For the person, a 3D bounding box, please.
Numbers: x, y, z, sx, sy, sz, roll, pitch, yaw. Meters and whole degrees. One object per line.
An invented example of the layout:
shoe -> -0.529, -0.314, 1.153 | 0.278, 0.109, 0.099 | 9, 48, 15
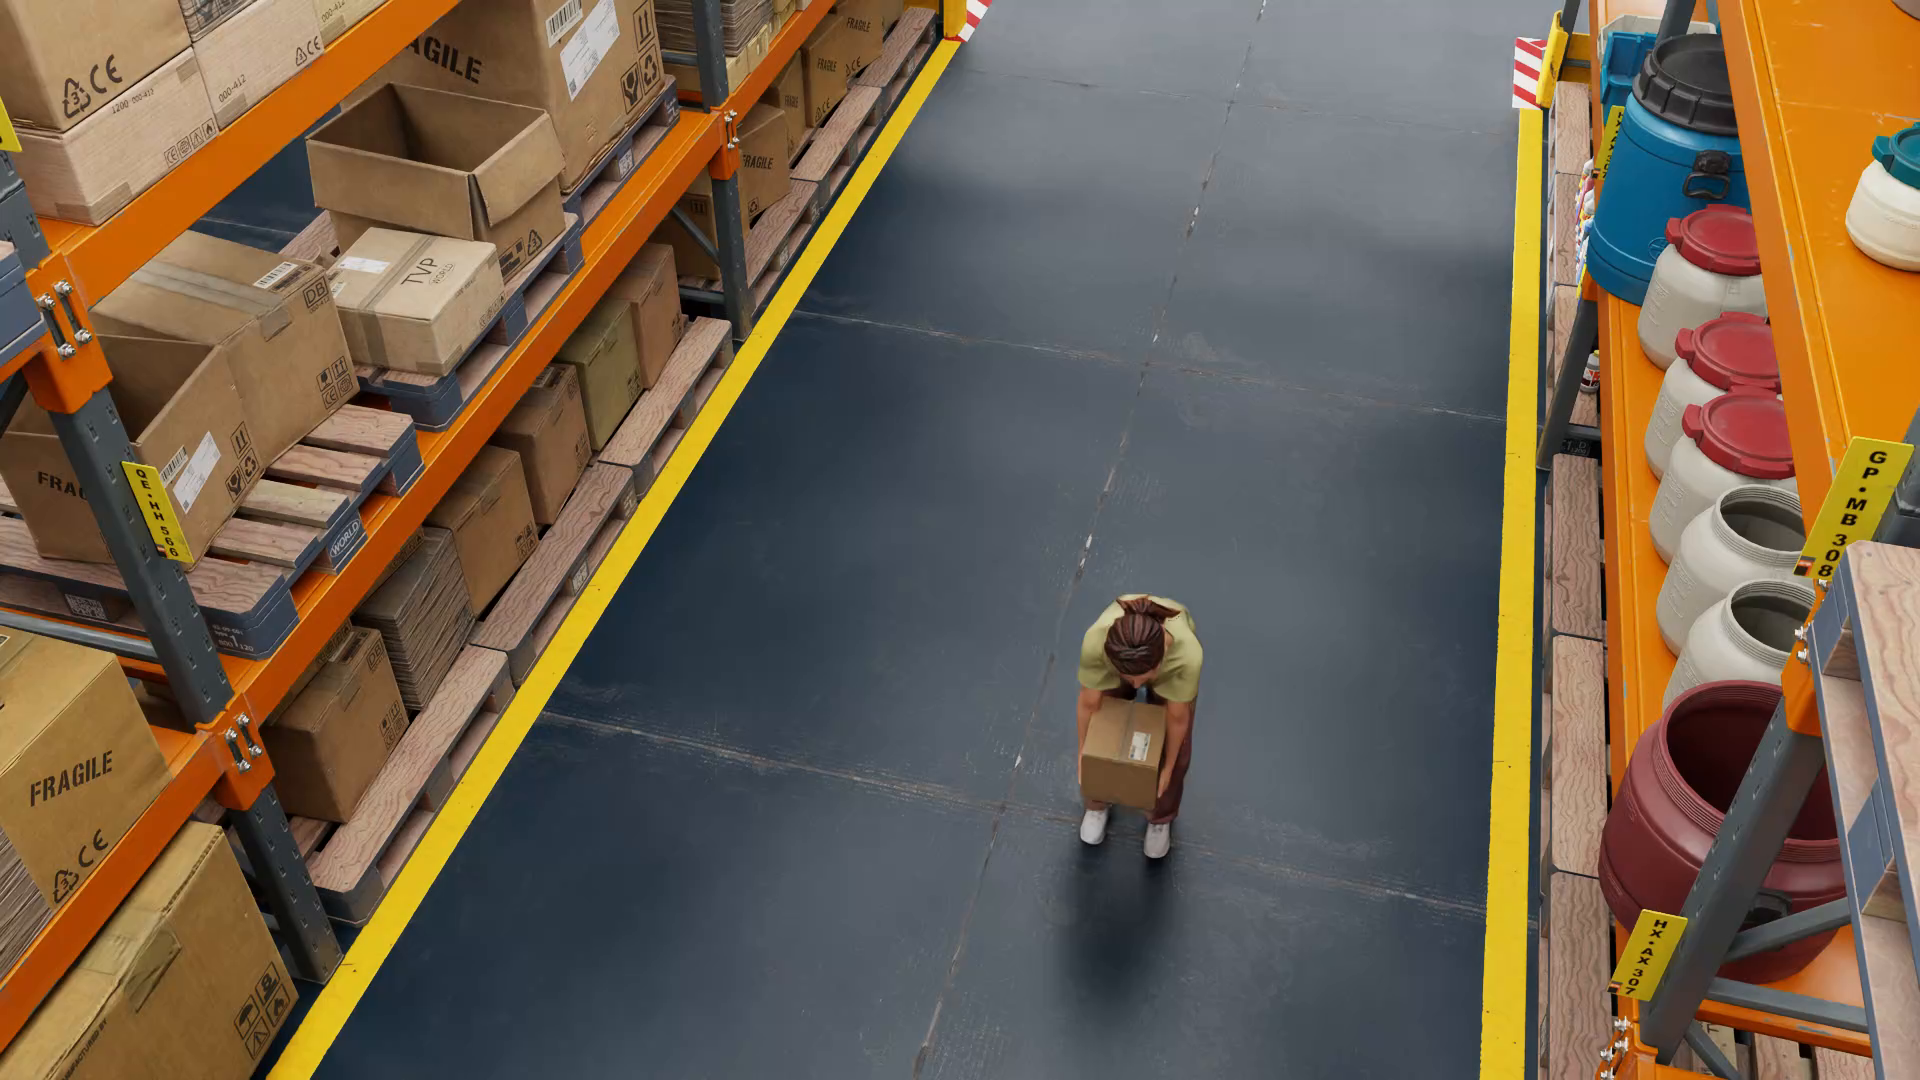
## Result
person -> 0.630, 0.452, 5.651 | 0.427, 1.662, 0.560 | 10, 42, 12
